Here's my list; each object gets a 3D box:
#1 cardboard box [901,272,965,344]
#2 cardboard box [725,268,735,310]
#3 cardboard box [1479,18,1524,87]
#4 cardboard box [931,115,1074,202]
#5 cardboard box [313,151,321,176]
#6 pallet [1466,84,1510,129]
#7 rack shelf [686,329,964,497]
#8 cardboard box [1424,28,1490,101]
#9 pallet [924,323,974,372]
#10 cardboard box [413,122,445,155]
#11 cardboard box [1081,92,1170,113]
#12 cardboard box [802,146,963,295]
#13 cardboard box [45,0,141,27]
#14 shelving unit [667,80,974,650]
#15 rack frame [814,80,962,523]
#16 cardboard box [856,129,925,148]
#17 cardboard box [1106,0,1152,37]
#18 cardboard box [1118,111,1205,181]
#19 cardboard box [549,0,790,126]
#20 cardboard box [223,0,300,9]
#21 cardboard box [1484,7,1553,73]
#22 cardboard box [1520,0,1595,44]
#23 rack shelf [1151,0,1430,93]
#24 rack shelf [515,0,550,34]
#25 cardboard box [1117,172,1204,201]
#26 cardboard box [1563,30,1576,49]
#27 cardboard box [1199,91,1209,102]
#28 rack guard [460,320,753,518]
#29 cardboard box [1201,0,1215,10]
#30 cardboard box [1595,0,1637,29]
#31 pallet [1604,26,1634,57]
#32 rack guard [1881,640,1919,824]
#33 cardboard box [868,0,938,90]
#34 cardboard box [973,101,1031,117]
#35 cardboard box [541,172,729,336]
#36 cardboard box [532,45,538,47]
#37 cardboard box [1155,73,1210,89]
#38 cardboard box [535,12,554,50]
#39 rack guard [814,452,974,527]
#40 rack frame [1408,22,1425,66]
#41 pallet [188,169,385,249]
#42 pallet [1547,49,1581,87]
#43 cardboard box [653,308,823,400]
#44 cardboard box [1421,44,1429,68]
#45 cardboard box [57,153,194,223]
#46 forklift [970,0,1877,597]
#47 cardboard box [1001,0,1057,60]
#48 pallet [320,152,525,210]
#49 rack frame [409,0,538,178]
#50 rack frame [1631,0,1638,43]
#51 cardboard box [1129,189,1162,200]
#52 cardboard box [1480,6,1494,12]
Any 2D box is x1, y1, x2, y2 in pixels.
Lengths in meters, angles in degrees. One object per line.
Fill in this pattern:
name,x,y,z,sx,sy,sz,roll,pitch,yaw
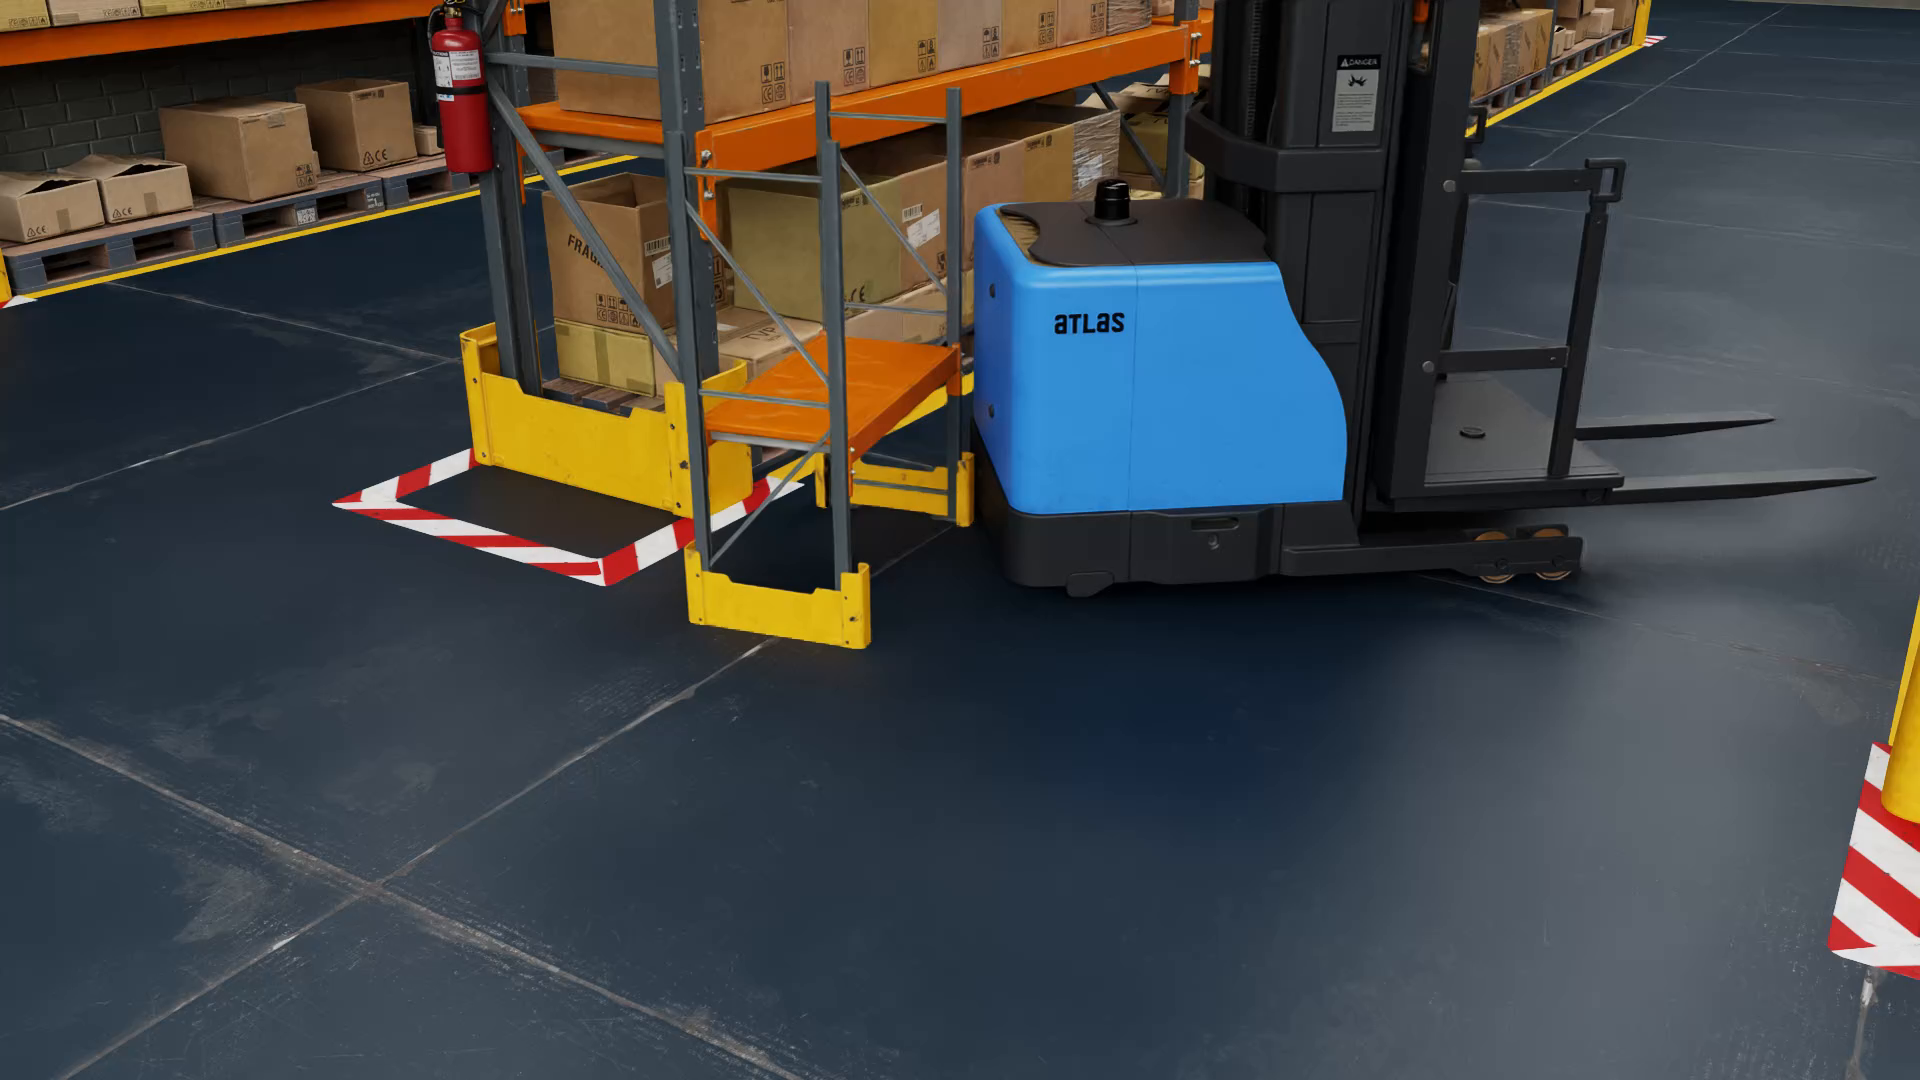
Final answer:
cardboard box,-0.318,-1.035,7.298,0.500,0.250,0.500,14,27,29
cardboard box,-1.030,-0.977,7.163,0.500,0.250,0.500,14,27,29
cardboard box,4.465,-4.176,14.213,0.500,0.500,0.500,14,27,30
cardboard box,0.202,-1.719,7.933,0.500,0.500,0.500,14,27,29
cardboard box,-4.276,-2.377,10.499,0.380,0.149,0.250,12,26,25
pallet,3.975,-3.706,14.046,1.003,0.211,1.213,14,27,29
rack shelf,-0.399,-0.428,5.304,0.538,0.185,1.000,8,25,17
cardboard box,3.928,-3.827,13.406,0.500,0.500,0.500,13,27,28
pallet,-0.303,-1.029,7.862,1.003,0.211,1.213,14,27,29
cardboard box,-3.672,-2.734,11.301,0.380,0.166,0.250,10,25,22
cardboard box,1.034,-2.544,10.077,0.500,0.311,0.500,15,27,30
cardboard box,-0.328,-1.382,7.155,0.500,0.500,0.500,14,27,29
cardboard box,-4.736,-2.885,8.803,0.500,0.250,0.500,13,27,27
shelving unit,-0.396,-0.597,5.241,0.587,1.500,1.083,8,25,17
rack frame,-0.235,-0.785,5.675,0.500,1.500,0.032,8,25,17
cardboard box,-0.505,-1.659,7.796,0.500,0.500,0.500,14,27,29
cardboard box,0.566,-2.877,8.493,0.700,0.500,0.500,13,27,28
cardboard box,1.225,-2.257,9.415,0.500,0.311,0.500,14,27,29
cardboard box,-1.058,-1.833,6.082,0.700,0.500,0.500,14,27,29
cardboard box,-4.194,-3.226,9.590,0.500,0.250,0.500,14,27,29
cardboard box,4.998,-4.510,14.985,0.500,0.500,0.500,14,27,29
cardboard box,6.002,-5.373,16.975,0.797,0.503,0.637,14,27,29
rack shelf,1.850,-3.327,10.565,1.077,0.370,4.000,14,27,29
rack shelf,-2.360,-4.364,12.960,1.077,0.370,4.000,14,27,29
cardboard box,1.218,-1.997,9.520,0.500,0.250,0.500,13,27,28
cardboard box,5.868,-4.974,16.477,0.380,0.166,0.250,14,27,29
cardboard box,1.765,-2.600,10.207,0.500,0.311,0.500,13,27,27
rack guard,-1.328,-0.477,6.222,1.175,0.500,0.348,14,27,29
cardboard box,1.436,-3.123,9.504,0.380,0.149,0.250,14,27,29
cardboard box,7.047,-5.852,18.084,0.500,0.500,0.500,14,27,29
pallet,6.665,-5.457,18.091,1.003,0.211,1.213,14,27,29
rack guard,2.891,0.519,3.922,1.175,0.500,0.348,14,27,29
cardboard box,-0.518,-2.177,6.878,0.700,0.500,0.500,14,27,29
cardboard box,0.027,-1.996,8.573,0.500,0.500,0.500,14,27,29
cardboard box,-1.285,-1.150,6.620,0.500,0.500,0.500,14,27,29
cardboard box,-2.811,-3.510,12.676,0.700,0.500,0.500,13,27,28
cardboard box,1.568,-2.881,10.855,0.500,0.311,0.500,13,27,28
cardboard box,-2.812,-3.819,12.445,0.500,0.250,0.500,13,27,28
rack guard,-0.236,-0.211,5.922,0.587,0.250,0.087,8,25,17
rack frame,2.905,-4.332,11.981,1.000,3.000,0.127,14,27,29
pallet,-4.382,-2.092,10.316,1.003,0.211,1.213,14,27,29
pallet,5.378,-4.634,16.188,1.003,0.211,1.213,14,27,29
cardboard box,-0.843,-0.697,6.517,0.500,0.250,0.500,14,27,29
cardboard box,3.388,-3.480,12.607,0.500,0.500,0.500,15,28,31
cardboard box,-4.783,-2.044,9.526,0.500,0.311,0.500,16,28,33
forklift,1.592,-1.409,5.315,3.031,2.935,1.130,-3,24,-7
cardboard box,0.026,-2.529,7.690,0.700,0.500,0.500,14,27,30
pallet,-3.740,-2.505,11.271,1.003,0.211,1.213,14,27,29
rack frame,-3.415,-4.019,11.257,1.000,3.000,0.127,14,27,29
rack frame,7.125,-7.032,18.218,1.000,3.000,0.127,14,27,29
cardboard box,0.736,-1.710,8.858,0.500,0.250,0.500,14,27,29
cardboard box,4.553,-4.625,15.249,0.500,0.500,0.500,13,26,27
